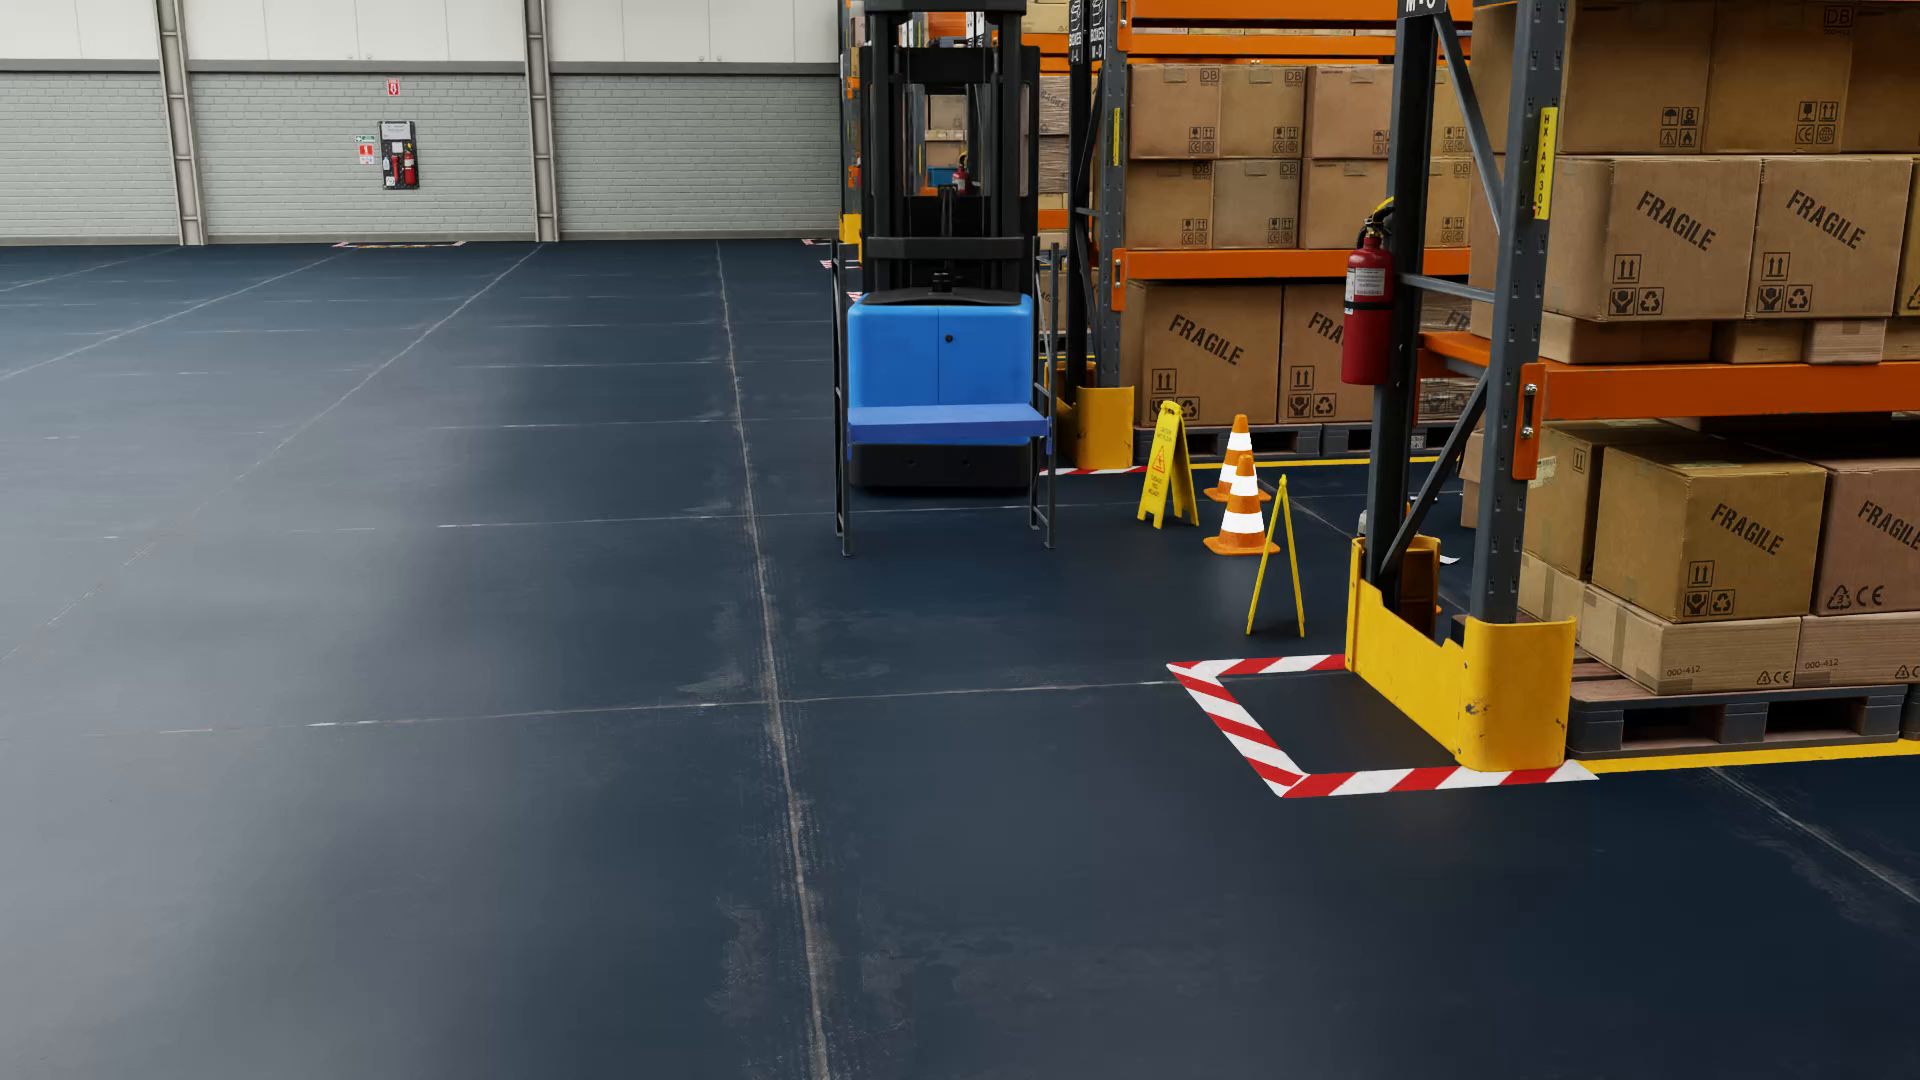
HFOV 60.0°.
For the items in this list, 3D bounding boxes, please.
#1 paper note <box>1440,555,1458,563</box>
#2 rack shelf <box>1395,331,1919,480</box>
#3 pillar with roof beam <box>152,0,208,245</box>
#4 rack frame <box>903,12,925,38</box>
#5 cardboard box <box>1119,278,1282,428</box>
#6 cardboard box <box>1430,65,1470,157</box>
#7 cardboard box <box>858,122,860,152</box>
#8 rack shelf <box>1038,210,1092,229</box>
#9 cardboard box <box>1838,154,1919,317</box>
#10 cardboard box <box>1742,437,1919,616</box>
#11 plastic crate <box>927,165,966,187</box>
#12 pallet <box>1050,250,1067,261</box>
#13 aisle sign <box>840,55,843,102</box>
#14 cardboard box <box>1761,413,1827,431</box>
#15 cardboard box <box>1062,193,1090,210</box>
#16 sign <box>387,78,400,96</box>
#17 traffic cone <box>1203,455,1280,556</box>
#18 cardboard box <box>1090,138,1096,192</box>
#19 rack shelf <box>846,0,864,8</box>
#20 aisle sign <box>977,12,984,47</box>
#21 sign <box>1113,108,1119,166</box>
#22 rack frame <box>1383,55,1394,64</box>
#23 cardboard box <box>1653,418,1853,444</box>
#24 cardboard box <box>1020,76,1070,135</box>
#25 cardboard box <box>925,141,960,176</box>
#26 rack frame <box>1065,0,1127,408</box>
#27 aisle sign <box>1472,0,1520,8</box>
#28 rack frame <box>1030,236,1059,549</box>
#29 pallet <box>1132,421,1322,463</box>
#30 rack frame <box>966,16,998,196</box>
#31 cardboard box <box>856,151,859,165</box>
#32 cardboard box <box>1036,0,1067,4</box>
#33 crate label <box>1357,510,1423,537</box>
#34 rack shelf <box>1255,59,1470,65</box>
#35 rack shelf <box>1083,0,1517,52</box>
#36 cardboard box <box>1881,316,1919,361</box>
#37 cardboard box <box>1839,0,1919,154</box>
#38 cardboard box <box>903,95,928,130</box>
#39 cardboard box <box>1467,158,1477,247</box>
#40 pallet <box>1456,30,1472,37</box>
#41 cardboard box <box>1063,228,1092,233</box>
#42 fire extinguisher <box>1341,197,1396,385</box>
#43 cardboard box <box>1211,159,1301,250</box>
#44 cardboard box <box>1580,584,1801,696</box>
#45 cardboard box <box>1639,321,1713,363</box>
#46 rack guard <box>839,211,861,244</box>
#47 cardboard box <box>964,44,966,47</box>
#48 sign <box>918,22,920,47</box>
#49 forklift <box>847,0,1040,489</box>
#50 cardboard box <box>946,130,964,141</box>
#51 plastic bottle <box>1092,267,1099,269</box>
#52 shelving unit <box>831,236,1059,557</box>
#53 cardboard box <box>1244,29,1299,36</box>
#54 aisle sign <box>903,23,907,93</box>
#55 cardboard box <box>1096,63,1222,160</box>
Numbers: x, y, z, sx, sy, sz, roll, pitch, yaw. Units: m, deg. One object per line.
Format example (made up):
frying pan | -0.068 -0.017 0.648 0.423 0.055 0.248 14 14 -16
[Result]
paper note | 2.311 0.087 8.022 0.142 0.019 0.148 -8 16 -28
rack shelf | 3.650 -0.564 5.992 4.000 0.370 1.077 -2 14 -8
pillar with roof beam | -12.679 -8.471 23.711 0.400 9.000 9.100 -2 14 -8
rack frame | -0.542 -7.325 19.141 0.127 3.000 1.000 -2 14 -8
cardboard box | 1.496 -1.241 10.717 0.875 0.875 0.875 -2 14 -8
cardboard box | 2.817 -2.708 10.535 0.500 0.550 0.875 -2 14 -8
cardboard box | -1.501 -7.044 29.078 0.500 0.500 0.500 -2 14 -8
rack shelf | 2.174 -2.947 15.497 4.000 0.370 1.077 -2 14 -8
cardboard box | 3.197 -1.022 5.522 0.500 0.500 0.500 -2 14 -9
cardboard box | 3.051 -0.058 5.742 0.500 0.500 0.500 -3 14 -10
plastic crate | -0.092 -4.433 20.248 0.616 0.251 0.499 -2 14 -8
pallet | 1.887 -4.381 25.465 1.213 0.211 1.003 -2 14 -8
aisle sign | -2.044 -7.984 28.759 0.004 0.787 0.394 -2 14 -8
cardboard box | 3.028 -0.518 6.245 0.250 0.149 0.380 -2 14 -7
cardboard box | 1.013 -3.065 15.003 0.250 0.149 0.380 -2 14 -8
sign | -9.860 -7.882 28.929 0.199 0.298 0.001 -2 14 -8
traffic cone | 1.404 -0.190 8.239 0.334 0.463 0.336 -2 14 -8
cardboard box | 1.221 -3.477 15.312 0.500 0.500 0.875 -2 14 -8
rack shelf | -0.040 -9.430 29.020 4.000 0.370 1.077 -2 14 -8
aisle sign | 0.179 -4.410 14.507 0.004 0.787 0.394 -2 14 -8
sign | 0.912 -2.352 9.700 0.005 0.325 0.100 -2 14 -8
rack frame | 4.151 -3.369 15.698 0.127 3.000 1.000 -2 14 -8
cardboard box | 2.941 -0.185 6.252 0.500 0.500 0.500 -2 14 -6
cardboard box | 0.780 -3.856 14.768 0.500 0.500 0.500 -2 14 -8
cardboard box | -0.294 -5.689 24.746 0.500 0.500 0.700 -2 14 -7
rack frame | 0.835 -2.027 10.348 0.127 3.000 1.000 -2 14 -8
aisle sign | 1.657 -2.024 4.993 0.004 0.787 0.394 -2 14 -8
rack frame | 0.418 -0.743 8.310 0.032 1.500 0.500 -2 14 -8
pallet | 1.614 -0.722 10.878 1.213 0.211 1.003 -2 14 -8
rack frame | 0.196 -3.224 15.120 0.127 3.000 1.000 -2 14 -8
cardboard box | -1.584 -6.799 29.642 0.500 0.250 0.500 -2 14 -7
cardboard box | 0.774 -4.740 14.488 0.250 0.149 0.380 -2 14 -7
crate label | 2.172 -0.076 8.451 0.298 0.136 0.250 -11 18 -37
rack shelf | 5.391 -5.739 20.460 4.000 0.370 1.077 -2 14 -8
rack shelf | 2.813 -3.206 10.360 4.000 0.370 1.077 -2 14 -8
cardboard box | 3.070 -0.699 5.569 0.250 0.149 0.380 -2 14 -7
cardboard box | 3.136 -1.649 5.967 0.500 0.500 0.700 -2 14 -9
cardboard box | -0.760 -6.300 24.515 0.500 0.500 0.700 -2 14 -8
cardboard box | 3.335 -2.212 10.777 0.550 0.550 0.875 -2 14 -8
pallet | 4.778 -4.729 15.343 1.003 0.211 1.213 -2 14 -8
cardboard box | 1.757 -4.901 25.055 0.500 0.500 0.500 -2 14 -8
fire extinguisher | 1.491 -0.909 6.050 0.183 0.674 0.296 -2 14 -8
cardboard box | 1.736 -2.149 10.528 0.550 0.550 0.875 -2 14 -8
cardboard box | 2.511 0.327 5.750 0.500 0.250 0.500 -2 14 -9
cardboard box | 2.287 -0.693 5.546 0.250 0.149 0.380 -2 14 -7
rack guard | -1.943 -5.589 29.688 0.348 0.500 1.175 -2 14 -8
cardboard box | -0.177 -7.366 24.627 0.500 0.250 0.500 -2 14 -8
sign | -0.464 -5.742 18.977 0.005 0.325 0.100 -2 14 -8
forklift | -0.052 -2.017 10.449 1.130 2.935 3.031 1 14 3
cardboard box | -0.099 -5.960 24.491 0.250 0.149 0.380 -2 14 -9
plastic bottle | 1.636 -3.308 20.162 0.097 0.271 0.097 0 14 0
shelving unit | -0.084 -0.724 8.237 1.048 1.500 0.538 -2 14 -8
cardboard box | 2.718 -4.635 14.891 0.500 0.250 0.500 -2 14 -9
aisle sign | -0.657 -5.745 19.829 0.004 0.787 0.394 -2 14 -8
cardboard box | 1.208 -2.628 10.215 0.550 0.550 0.875 -2 14 -8
